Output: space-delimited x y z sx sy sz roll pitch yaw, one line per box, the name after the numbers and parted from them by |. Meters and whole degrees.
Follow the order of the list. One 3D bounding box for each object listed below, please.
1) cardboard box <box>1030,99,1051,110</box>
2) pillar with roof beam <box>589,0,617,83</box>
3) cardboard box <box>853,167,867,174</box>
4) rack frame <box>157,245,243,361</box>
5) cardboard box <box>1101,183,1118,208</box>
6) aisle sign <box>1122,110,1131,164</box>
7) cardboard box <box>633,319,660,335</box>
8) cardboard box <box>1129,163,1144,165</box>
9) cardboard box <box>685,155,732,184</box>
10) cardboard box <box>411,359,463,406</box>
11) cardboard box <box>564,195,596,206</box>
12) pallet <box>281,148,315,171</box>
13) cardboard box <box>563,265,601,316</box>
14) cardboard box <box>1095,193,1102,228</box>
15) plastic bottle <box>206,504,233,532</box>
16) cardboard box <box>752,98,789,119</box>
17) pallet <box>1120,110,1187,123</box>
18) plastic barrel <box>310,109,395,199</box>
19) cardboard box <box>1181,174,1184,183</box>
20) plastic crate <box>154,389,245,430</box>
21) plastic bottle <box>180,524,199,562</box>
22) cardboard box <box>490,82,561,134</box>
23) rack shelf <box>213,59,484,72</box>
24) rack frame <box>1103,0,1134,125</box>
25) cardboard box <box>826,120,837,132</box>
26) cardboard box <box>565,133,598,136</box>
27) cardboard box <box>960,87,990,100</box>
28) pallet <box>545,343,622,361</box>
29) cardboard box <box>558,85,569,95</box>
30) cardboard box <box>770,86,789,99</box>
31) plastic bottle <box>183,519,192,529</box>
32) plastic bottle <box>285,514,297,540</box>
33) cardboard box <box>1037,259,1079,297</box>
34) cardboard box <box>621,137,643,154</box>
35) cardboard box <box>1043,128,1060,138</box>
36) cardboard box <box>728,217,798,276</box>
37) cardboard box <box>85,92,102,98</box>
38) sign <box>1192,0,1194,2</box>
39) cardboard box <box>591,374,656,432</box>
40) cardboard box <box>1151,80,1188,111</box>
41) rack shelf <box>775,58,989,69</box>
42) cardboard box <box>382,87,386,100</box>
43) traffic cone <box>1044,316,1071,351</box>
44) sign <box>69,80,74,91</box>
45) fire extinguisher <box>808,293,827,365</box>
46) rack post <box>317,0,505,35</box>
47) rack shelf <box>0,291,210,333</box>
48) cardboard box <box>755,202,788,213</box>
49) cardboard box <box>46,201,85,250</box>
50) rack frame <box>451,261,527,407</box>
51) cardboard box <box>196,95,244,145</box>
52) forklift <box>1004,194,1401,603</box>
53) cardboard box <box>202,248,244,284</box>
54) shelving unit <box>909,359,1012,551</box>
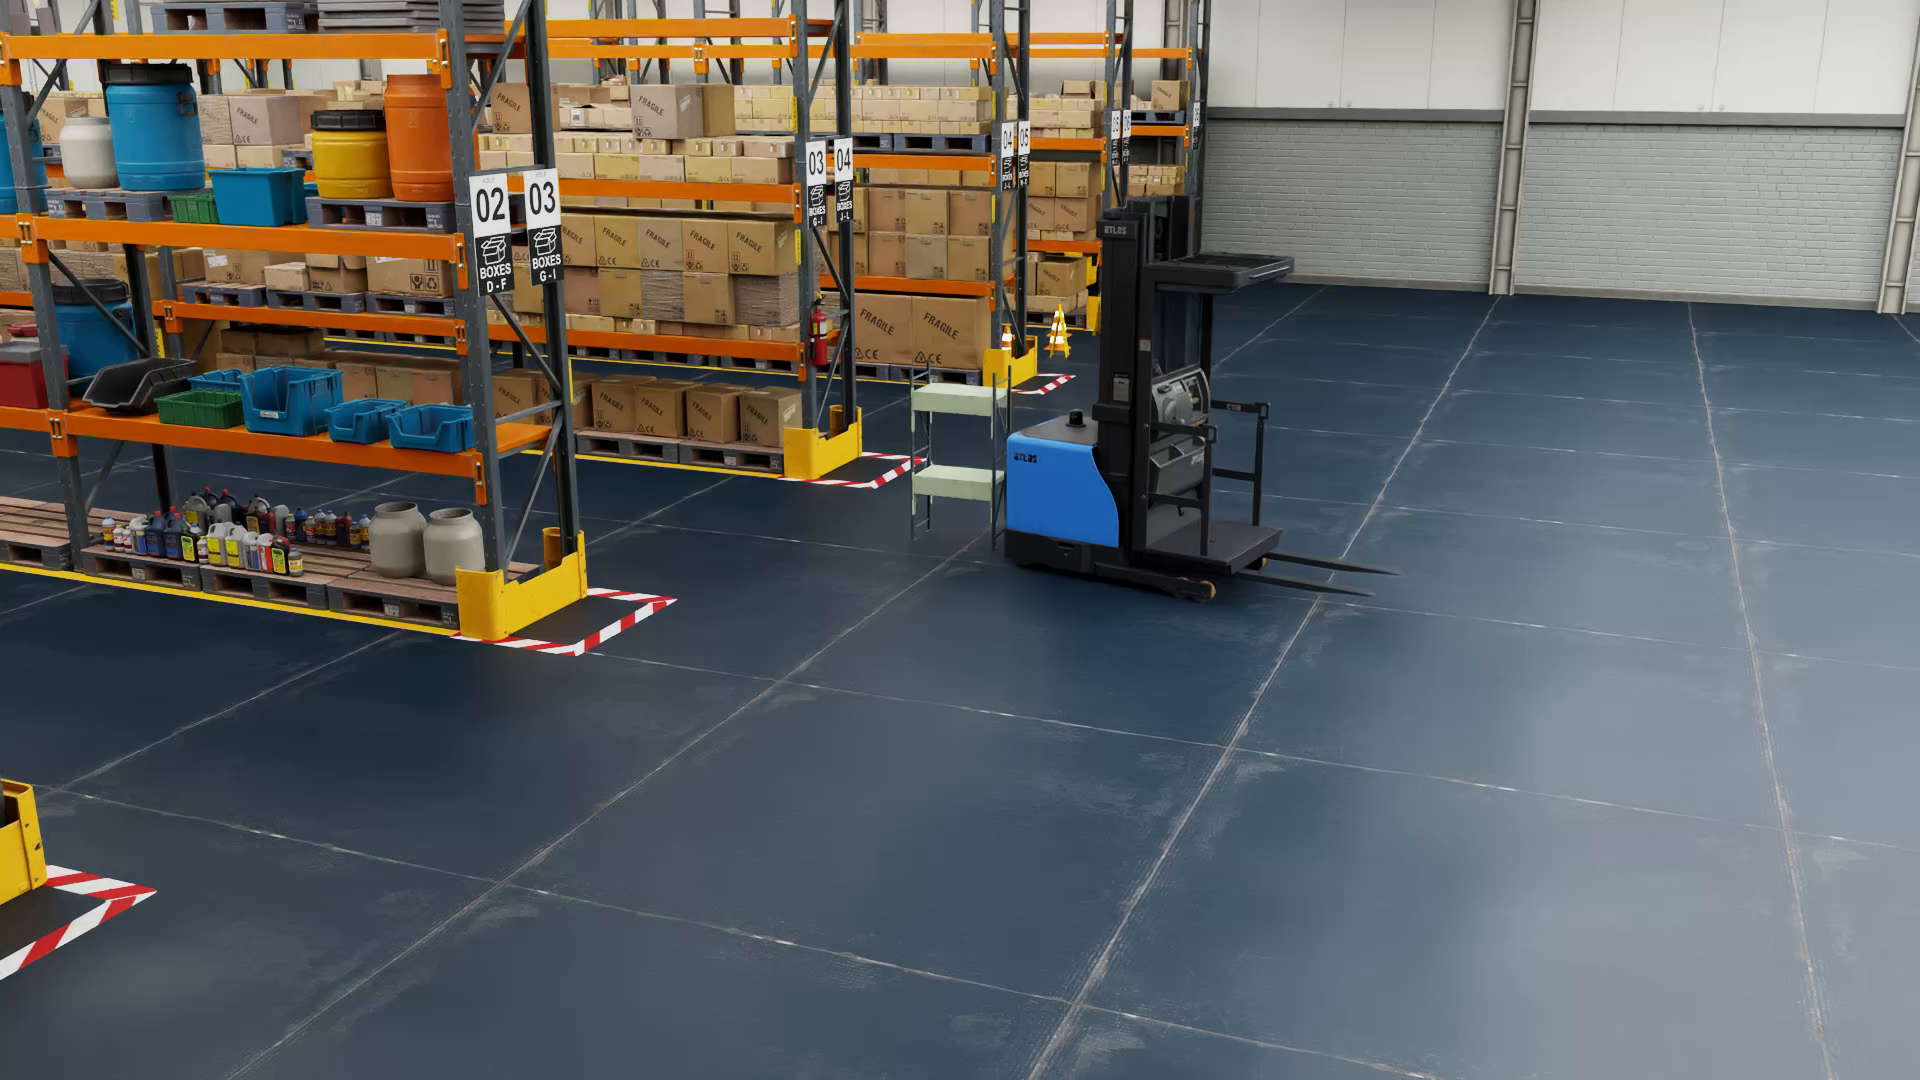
1.229 -6.510 24.856 0.250 0.149 0.380 6 17 21 | cardboard box
-8.903 -9.336 30.193 0.400 9.000 9.100 6 17 21 | pillar with roof beam
-1.690 -6.005 26.848 0.250 0.149 0.380 6 17 20 | cardboard box
-8.739 -3.000 19.127 0.127 3.000 1.000 6 17 21 | rack frame
2.647 -6.177 29.893 0.500 0.500 0.500 6 17 20 | cardboard box
2.510 -6.074 25.054 0.004 0.787 0.394 6 17 21 | aisle sign
-3.072 -2.163 16.693 0.250 0.149 0.380 6 17 21 | cardboard box
3.216 -6.720 30.063 0.250 0.149 0.380 6 17 21 | cardboard box
-2.304 -3.584 16.027 0.500 0.250 0.500 6 17 21 | cardboard box
-5.581 -1.670 18.240 0.500 0.500 0.700 5 17 16 | cardboard box
-4.987 -4.600 22.666 0.500 0.500 0.700 6 17 20 | cardboard box
-6.519 -4.137 18.001 1.003 0.211 1.213 6 17 21 | pallet
-3.668 -2.634 17.154 0.500 0.500 0.875 6 17 21 | cardboard box
2.000 -5.063 25.520 0.500 0.500 0.500 6 17 20 | cardboard box
-5.983 -0.158 13.432 0.135 0.276 0.152 6 17 21 | plastic bottle
-2.282 -5.454 21.003 0.500 0.250 0.500 6 17 20 | cardboard box
3.509 -7.517 29.463 1.213 0.211 1.003 6 17 21 | pallet
-4.222 -2.713 11.668 0.600 0.588 0.600 0 16 0 | plastic barrel
3.936 -6.501 29.844 0.250 0.149 0.380 6 17 19 | cardboard box
-5.676 -0.992 12.591 0.662 0.188 0.450 6 17 21 | plastic crate
-5.923 0.024 12.793 0.133 0.283 0.061 7 18 23 | plastic bottle
-4.506 -4.482 17.243 0.500 0.500 0.500 6 17 19 | cardboard box
-8.686 -6.824 23.547 4.000 0.370 1.077 6 17 21 | rack shelf
2.339 -7.633 24.325 0.127 3.000 1.000 6 17 21 | rack frame
-1.475 -5.155 20.689 0.250 0.149 0.380 7 17 21 | cardboard box
-3.863 -4.116 17.147 0.250 0.149 0.380 6 17 19 | cardboard box
0.179 -5.356 19.952 0.250 0.149 0.380 6 17 21 | cardboard box
-4.989 -2.711 23.134 1.213 0.211 1.003 6 17 21 | pallet
-6.849 -7.365 27.851 0.500 0.500 0.500 6 17 21 | cardboard box
-2.181 -5.616 20.846 0.250 0.149 0.380 6 17 20 | cardboard box
-6.058 -0.033 13.013 0.097 0.271 0.097 0 16 0 | plastic bottle
-5.382 -0.107 13.392 0.097 0.201 0.097 0 16 0 | plastic bottle
1.498 -4.007 25.431 0.500 0.500 0.500 6 17 21 | cardboard box
-3.115 -3.864 16.277 0.250 0.149 0.380 5 17 18 | cardboard box
1.426 -6.088 24.836 0.250 0.149 0.380 7 18 22 | cardboard box
-1.899 -2.845 16.086 0.500 0.500 0.500 6 17 21 | cardboard box
-12.878 -6.649 24.974 0.250 0.149 0.380 7 18 22 | cardboard box
3.945 -9.268 28.139 0.005 0.325 0.100 6 17 21 | sign
-3.519 -1.441 17.487 0.500 0.500 0.500 5 17 16 | cardboard box
3.656 -7.760 29.030 0.500 0.500 0.500 7 18 22 | cardboard box
-1.425 -8.997 31.031 4.000 0.370 1.077 6 17 21 | rack shelf
-7.779 -6.155 23.061 0.258 0.266 0.396 6 17 21 | cardboard box
1.375 -2.920 23.402 0.334 0.463 0.336 6 17 21 | traffic cone
-14.045 -7.102 26.288 0.005 0.325 0.100 6 17 21 | sign
-1.360 -2.013 15.866 0.183 0.674 0.296 6 17 21 | fire extinguisher
-3.771 -3.648 11.496 0.954 0.300 0.937 8 18 27 | rack post
-10.600 -2.859 19.932 4.000 0.370 1.077 6 17 21 | rack shelf
-2.219 -4.385 21.691 0.550 0.550 0.875 6 17 21 | cardboard box
-10.645 -3.743 19.707 0.637 0.503 0.797 7 18 22 | cardboard box
-5.018 -2.591 17.717 0.127 3.000 1.000 6 17 21 | rack frame
-7.926 -4.561 18.047 0.500 0.500 0.500 6 17 21 | cardboard box
1.876 -1.102 12.712 3.031 2.935 1.130 10 19 31 | forklift
-8.222 -3.205 18.900 0.500 0.500 0.500 4 17 14 | cardboard box
0.006 -0.720 13.962 0.755 1.500 0.431 6 17 21 | shelving unit
